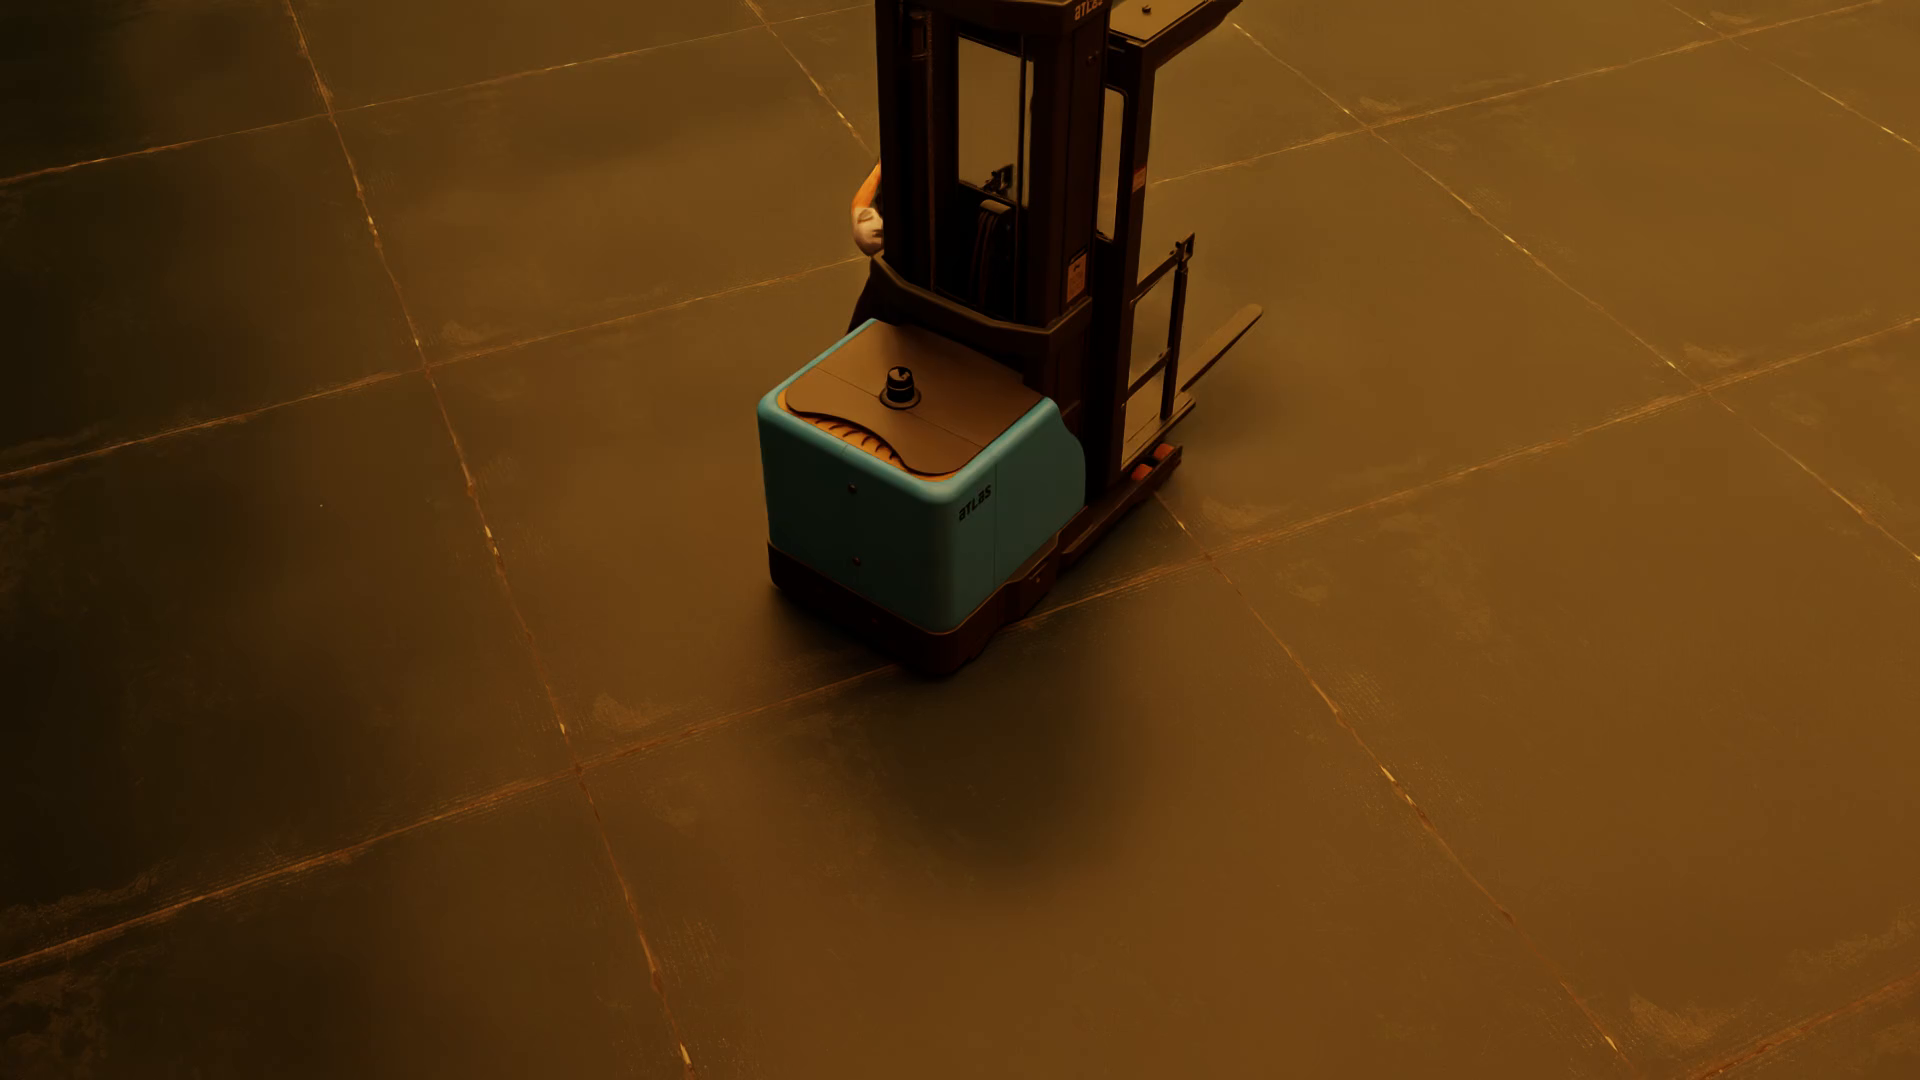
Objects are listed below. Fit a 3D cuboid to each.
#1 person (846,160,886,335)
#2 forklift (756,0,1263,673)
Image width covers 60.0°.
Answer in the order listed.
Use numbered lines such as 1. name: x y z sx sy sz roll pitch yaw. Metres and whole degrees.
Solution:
1. person: -0.167 -1.238 8.063 0.898 1.433 0.787 -20 47 -20
2. forklift: 0.430 -1.458 7.242 1.130 2.935 3.031 27 50 26
